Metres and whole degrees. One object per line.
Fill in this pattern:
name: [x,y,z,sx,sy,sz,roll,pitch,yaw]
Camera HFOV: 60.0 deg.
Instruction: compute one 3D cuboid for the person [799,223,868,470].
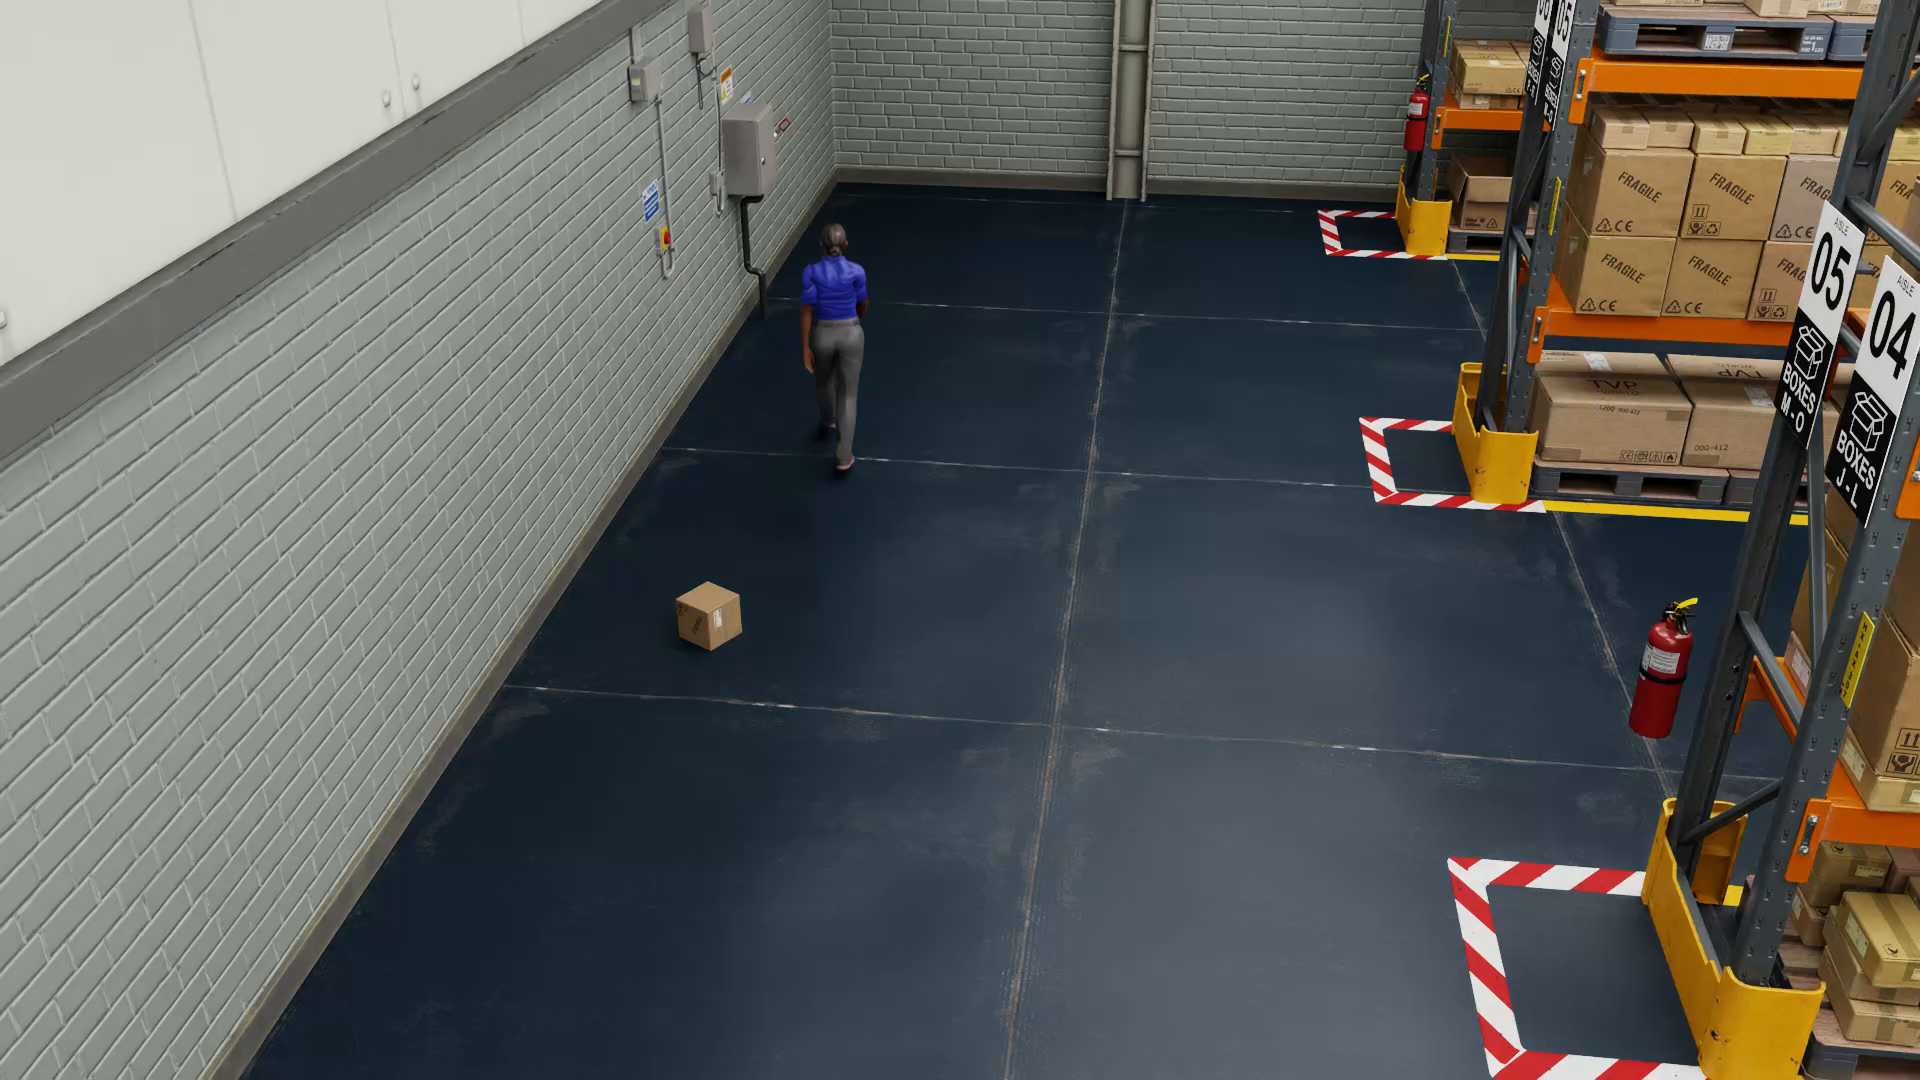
person: [-0.824,-1.363,11.108,0.443,1.604,0.967,1,29,2]
